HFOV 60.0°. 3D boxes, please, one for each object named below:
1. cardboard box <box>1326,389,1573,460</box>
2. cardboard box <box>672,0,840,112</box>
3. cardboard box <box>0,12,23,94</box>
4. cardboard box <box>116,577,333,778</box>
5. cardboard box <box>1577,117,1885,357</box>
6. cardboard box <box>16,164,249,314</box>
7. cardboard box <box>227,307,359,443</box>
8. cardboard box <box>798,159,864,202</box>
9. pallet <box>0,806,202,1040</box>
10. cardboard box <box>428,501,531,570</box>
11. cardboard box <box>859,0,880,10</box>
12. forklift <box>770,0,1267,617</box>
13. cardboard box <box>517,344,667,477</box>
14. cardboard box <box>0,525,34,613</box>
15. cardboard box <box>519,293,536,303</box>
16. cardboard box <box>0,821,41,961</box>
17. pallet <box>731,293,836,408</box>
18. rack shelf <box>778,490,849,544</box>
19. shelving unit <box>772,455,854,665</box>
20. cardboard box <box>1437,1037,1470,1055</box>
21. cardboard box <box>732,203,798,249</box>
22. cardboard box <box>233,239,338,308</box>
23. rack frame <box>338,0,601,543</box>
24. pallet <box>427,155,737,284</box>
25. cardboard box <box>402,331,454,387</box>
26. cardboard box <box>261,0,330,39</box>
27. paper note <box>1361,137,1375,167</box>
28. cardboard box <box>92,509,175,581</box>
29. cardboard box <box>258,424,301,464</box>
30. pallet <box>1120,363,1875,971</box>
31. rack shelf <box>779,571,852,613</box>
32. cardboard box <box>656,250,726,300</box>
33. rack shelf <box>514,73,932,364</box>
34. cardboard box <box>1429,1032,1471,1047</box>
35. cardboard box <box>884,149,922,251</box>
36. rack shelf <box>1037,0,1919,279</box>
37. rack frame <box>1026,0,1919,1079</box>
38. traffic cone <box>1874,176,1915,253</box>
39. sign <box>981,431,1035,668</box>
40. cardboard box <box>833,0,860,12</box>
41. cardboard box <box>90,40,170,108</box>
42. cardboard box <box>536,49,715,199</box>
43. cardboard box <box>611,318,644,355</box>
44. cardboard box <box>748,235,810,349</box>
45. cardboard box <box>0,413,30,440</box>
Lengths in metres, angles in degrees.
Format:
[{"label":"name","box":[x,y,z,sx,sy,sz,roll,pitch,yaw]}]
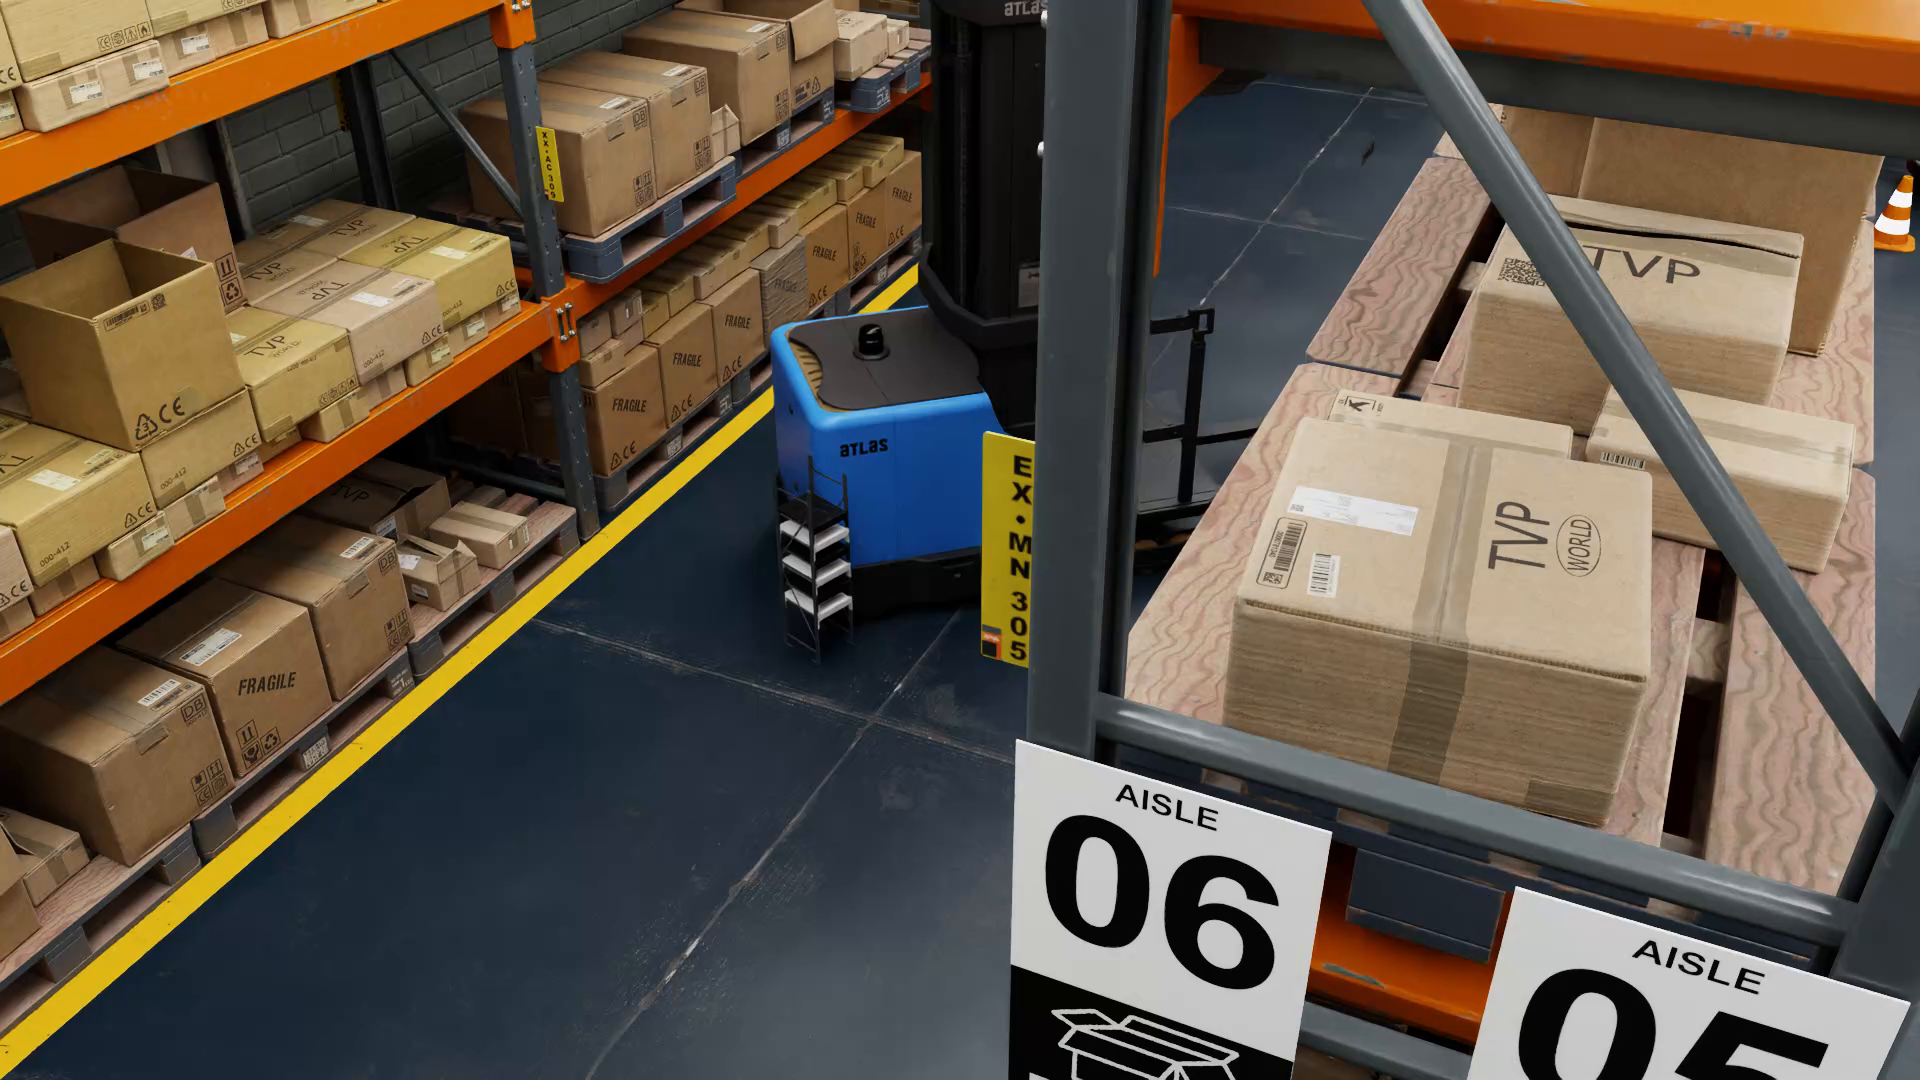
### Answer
[{"label":"cardboard box","box":[0.769,-0.095,2.679,0.380,0.149,0.250,11,35,17]},{"label":"cardboard box","box":[-1.118,-2.741,9.218,0.797,0.503,0.637,13,36,19]},{"label":"cardboard box","box":[-3.096,-1.378,4.745,0.500,0.250,0.500,13,35,19]},{"label":"cardboard box","box":[-2.903,0.536,6.593,0.500,0.500,0.500,15,36,21]},{"label":"cardboard box","box":[1.540,-0.740,3.342,0.500,0.500,0.500,15,36,21]},{"label":"cardboard box","box":[-3.141,-1.080,6.343,0.500,0.500,0.500,13,35,19]},{"label":"cardboard box","box":[-2.685,-0.639,6.355,0.500,0.250,0.500,14,36,20]},{"label":"cardboard box","box":[-0.816,-2.211,10.192,0.380,0.149,0.250,13,35,19]},{"label":"pallet","box":[-3.585,1.338,6.018,1.003,0.211,1.213,14,36,20]},{"label":"cardboard box","box":[-2.243,-0.024,7.768,0.380,0.149,0.250,13,35,19]},{"label":"cardboard box","box":[-0.647,-3.597,11.138,0.500,0.250,0.500,13,36,19]},{"label":"forklift","box":[0.667,-1.327,7.601,3.031,2.935,1.130,-9,34,-14]},{"label":"cardboard box","box":[-1.869,-0.705,8.486,0.500,0.500,0.500,16,36,23]},{"label":"cardboard box","box":[-3.304,0.130,5.182,0.500,0.250,0.500,15,36,21]},{"label":"cardboard box","box":[-2.279,-1.169,8.602,0.380,0.149,0.250,14,36,21]},{"label":"cardboard box","box":[-3.608,1.192,5.590,0.797,0.503,0.637,13,35,19]},{"label":"pallet","box":[-1.461,-1.243,9.953,1.003,0.211,1.213,14,36,20]},{"label":"rack shelf","box":[-0.638,-0.102,7.153,0.258,0.077,0.200,28,42,35]},{"label":"shelving unit","box":[-0.638,0.096,7.283,0.258,0.900,0.210,28,42,35]},{"label":"cardboard box","box":[1.020,1.110,2.819,0.500,0.500,0.500,13,36,19]},{"label":"cardboard box","box":[-1.160,-1.821,9.597,0.380,0.149,0.250,12,35,18]},{"label":"cardboard box","box":[-2.932,-1.011,6.922,0.500,0.250,0.500,14,36,20]},{"label":"rack frame","box":[-2.276,-1.385,7.627,1.000,3.000,0.127,14,36,20]},{"label":"pallet","box":[-1.843,-1.678,8.249,1.003,0.211,1.213,14,36,20]},{"label":"cardboard box","box":[-2.356,-0.794,6.955,0.380,0.149,0.250,15,36,22]},{"label":"cardboard box","box":[-2.491,-1.914,5.927,0.380,0.149,0.250,14,36,20]},{"label":"paper note","box":[0.910,-0.868,3.716,0.006,0.032,0.123,14,36,21]},{"label":"cardboard box","box":[-2.979,-0.019,5.773,0.380,0.149,0.250,13,35,19]},{"label":"cardboard box","box":[-2.781,-0.433,6.404,0.380,0.149,0.250,15,36,21]},{"label":"pallet","box":[0.861,0.154,2.624,1.003,0.211,1.213,14,36,20]},{"label":"rack shelf","box":[-0.637,0.199,7.351,0.258,0.077,0.200,28,42,35]},{"label":"cardboard box","box":[-1.501,-1.446,9.025,0.380,0.149,0.250,14,36,20]},{"label":"rack shelf","box":[-1.439,-2.081,9.344,1.077,0.370,4.000,14,36,20]},{"label":"cardboard box","box":[1.005,0.752,2.773,0.380,0.149,0.250,15,36,22]},{"label":"cardboard box","box":[-0.584,-2.248,10.840,0.500,0.500,0.500,15,36,22]},{"label":"rack shelf","box":[1.397,-1.293,3.036,1.077,0.370,4.000,14,36,20]},{"label":"rack frame","box":[0.560,-0.765,1.210,1.000,3.000,0.127,14,36,20]},{"label":"traffic cone","box":[6.334,-2.233,11.234,0.336,0.463,0.334,14,36,20]},{"label":"sign","box":[0.073,0.021,2.012,0.100,0.325,0.005,14,36,20]},{"label":"cardboard box","box":[-0.960,-3.375,10.187,0.500,0.500,0.500,16,36,23]},{"label":"cardboard box","box":[-2.776,-1.514,5.318,0.380,0.149,0.250,15,36,21]},{"label":"cardboard box","box":[-1.654,-2.050,8.167,0.700,0.500,0.500,15,36,21]},{"label":"cardboard box","box":[-1.839,-1.060,8.437,0.380,0.149,0.250,13,35,19]},{"label":"cardboard box","box":[-1.220,-1.477,9.664,0.500,0.500,0.500,13,35,19]},{"label":"cardboard box","box":[-3.570,-0.247,5.757,0.500,0.250,0.500,15,36,22]}]
